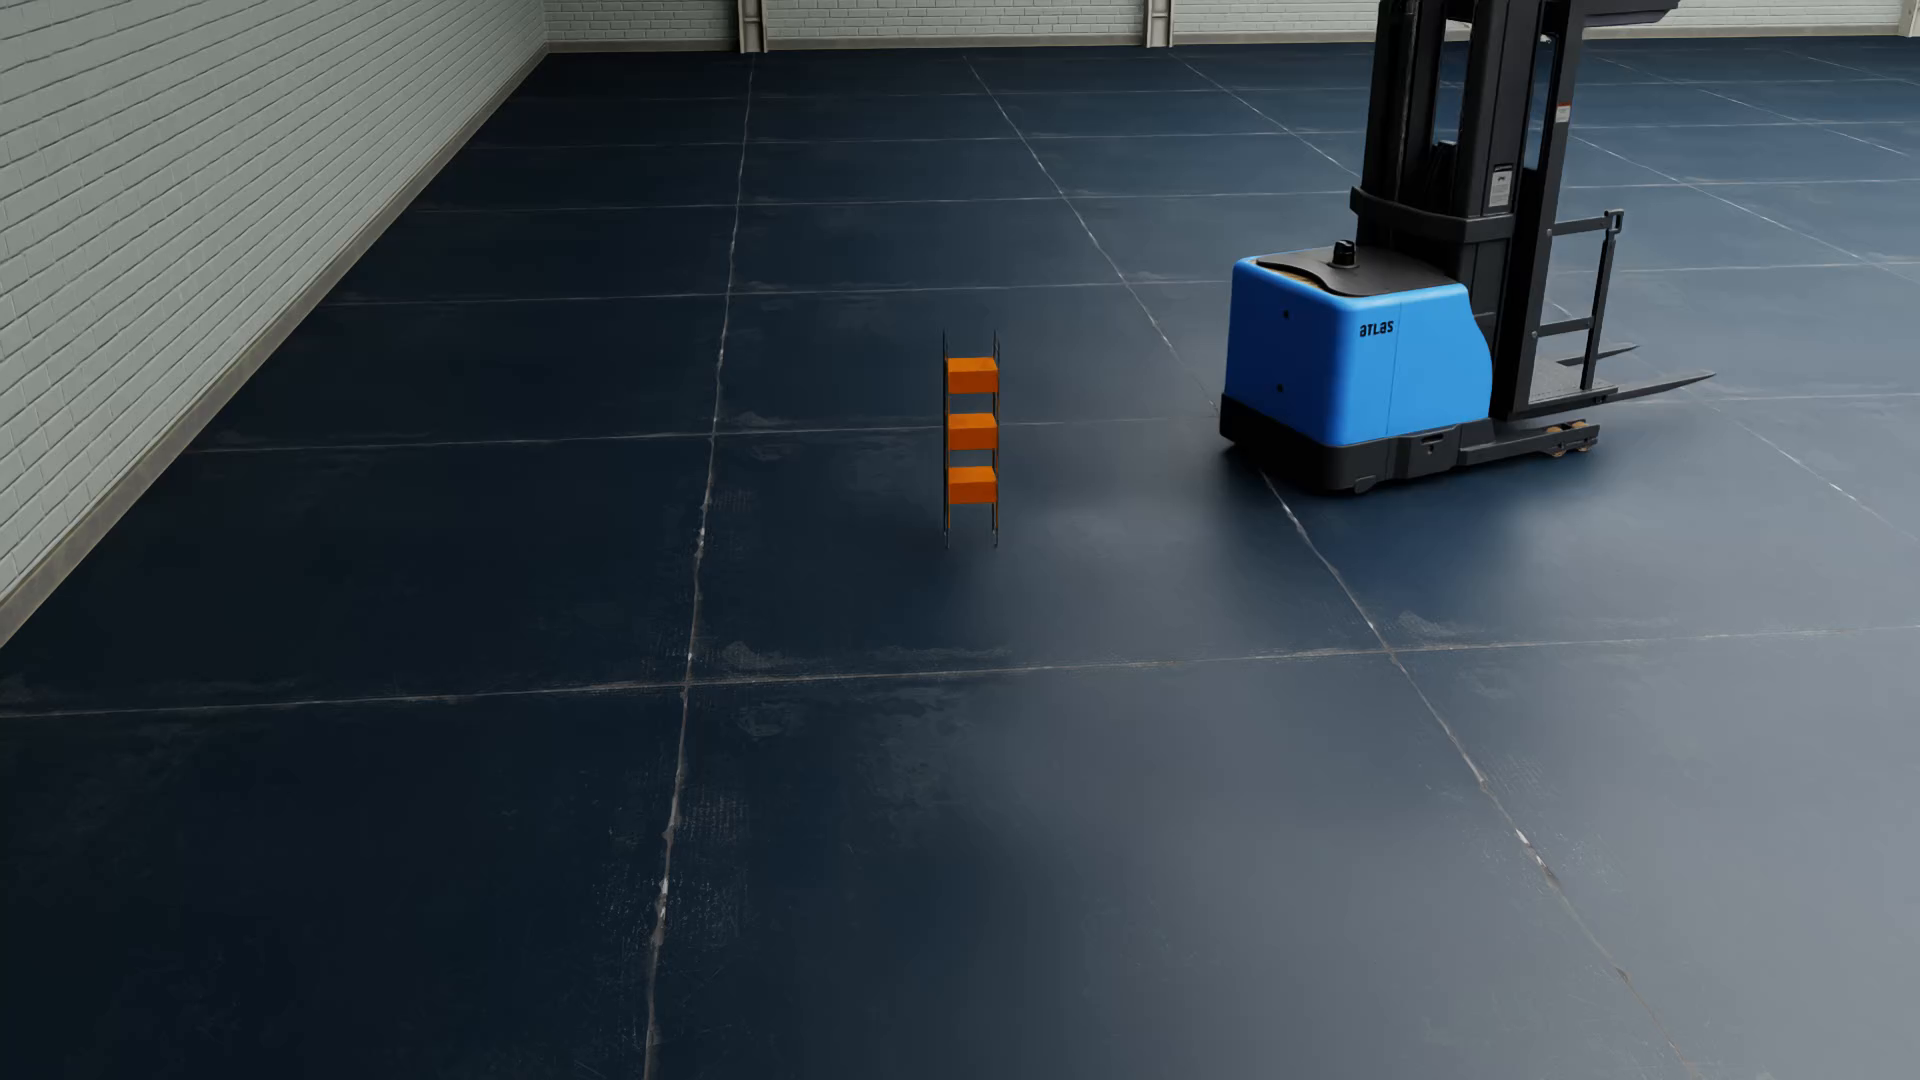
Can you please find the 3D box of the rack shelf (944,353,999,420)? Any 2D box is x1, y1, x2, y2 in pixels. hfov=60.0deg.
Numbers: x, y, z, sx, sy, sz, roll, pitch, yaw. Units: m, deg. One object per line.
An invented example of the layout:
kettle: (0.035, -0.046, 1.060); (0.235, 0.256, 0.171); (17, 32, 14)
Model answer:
rack shelf: (0.053, -0.732, 7.931); (0.240, 0.259, 0.215); (-2, 24, -5)

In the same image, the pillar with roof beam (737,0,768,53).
pillar with roof beam: (-2.594, -9.526, 18.604); (0.400, 9.000, 9.100); (-2, 24, -5)

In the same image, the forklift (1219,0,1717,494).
forklift: (3.025, -1.982, 9.100); (3.031, 2.935, 1.130); (-11, 26, -24)

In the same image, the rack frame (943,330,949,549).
rack frame: (-0.068, -0.477, 8.031); (0.008, 1.050, 0.200); (-2, 24, -5)

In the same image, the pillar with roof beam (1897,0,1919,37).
pillar with roof beam: (15.319, -10.245, 20.220); (0.400, 9.000, 9.100); (-2, 24, -5)

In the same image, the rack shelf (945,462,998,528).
rack shelf: (0.053, -0.218, 8.159); (0.240, 0.259, 0.215); (-2, 24, -5)

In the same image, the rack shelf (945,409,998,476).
rack shelf: (0.053, -0.472, 8.046); (0.240, 0.259, 0.215); (-2, 24, -5)

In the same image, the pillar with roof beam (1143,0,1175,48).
pillar with roof beam: (3.377, -9.766, 19.143); (0.400, 9.000, 9.100); (-2, 24, -5)

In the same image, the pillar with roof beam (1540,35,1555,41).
pillar with roof beam: (9.348, -10.006, 19.682); (0.400, 9.000, 9.100); (-2, 24, -5)

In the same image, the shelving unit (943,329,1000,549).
shelving unit: (0.053, -0.482, 8.042); (0.252, 1.050, 0.215); (-2, 24, -5)

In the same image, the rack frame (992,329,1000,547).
rack frame: (0.175, -0.487, 8.053); (0.008, 1.050, 0.200); (-2, 24, -5)
